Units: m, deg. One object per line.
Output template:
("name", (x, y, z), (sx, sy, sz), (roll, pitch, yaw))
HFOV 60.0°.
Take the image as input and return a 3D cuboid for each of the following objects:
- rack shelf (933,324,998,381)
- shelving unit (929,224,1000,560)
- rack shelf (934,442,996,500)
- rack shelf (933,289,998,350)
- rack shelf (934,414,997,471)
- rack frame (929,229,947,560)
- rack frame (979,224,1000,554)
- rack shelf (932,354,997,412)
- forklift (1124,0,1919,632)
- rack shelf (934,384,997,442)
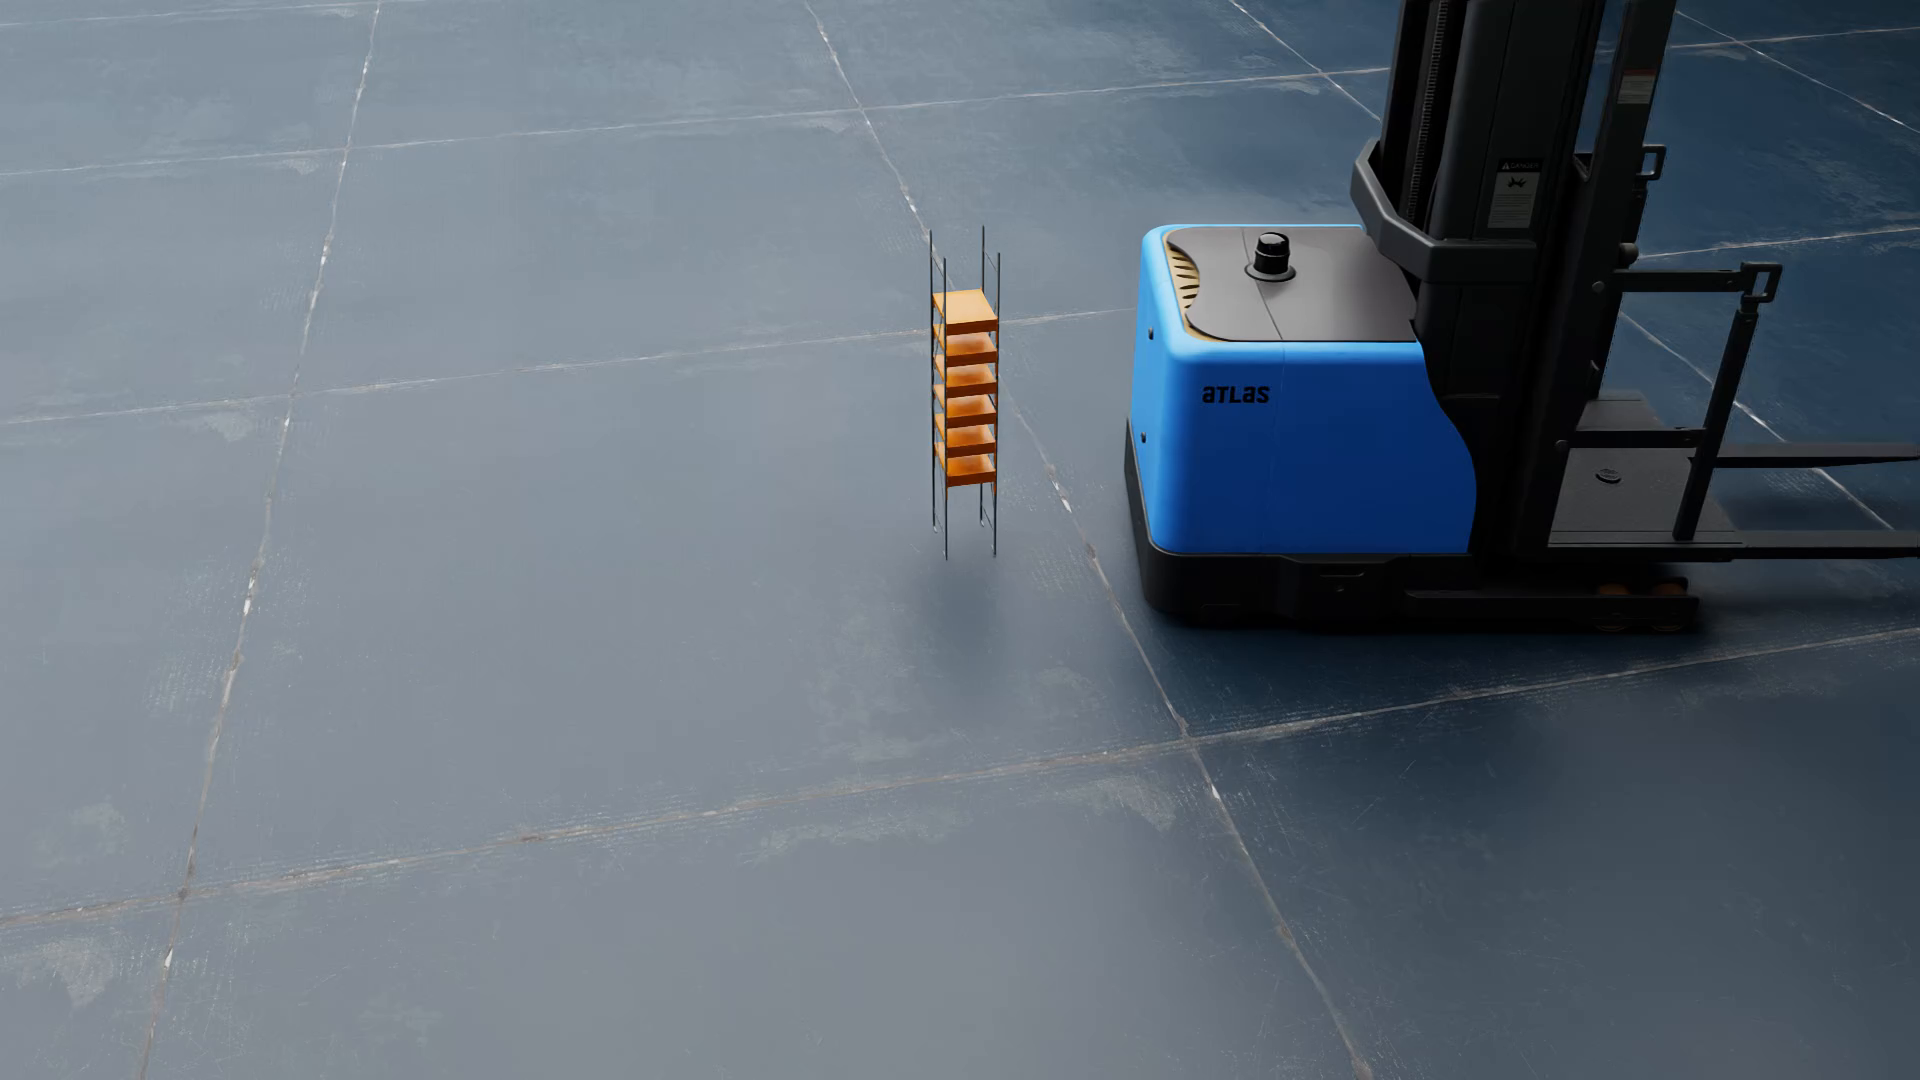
("rack shelf", (0.014, -0.662, 5.772), (0.180, 0.103, 0.258), (-7, 35, -11))
("shelving unit", (0.014, -0.500, 5.881), (0.189, 1.200, 0.258), (-7, 35, -11))
("rack shelf", (0.014, -0.264, 6.040), (0.180, 0.103, 0.258), (-7, 35, -11))
("rack shelf", (0.014, -0.762, 5.705), (0.180, 0.103, 0.258), (-7, 35, -11))
("rack shelf", (0.014, -0.363, 5.973), (0.180, 0.103, 0.258), (-7, 35, -11))
("rack frame", (-0.075, -0.489, 5.864), (0.006, 1.200, 0.240), (-7, 35, -11))
("rack frame", (0.103, -0.511, 5.898), (0.006, 1.200, 0.240), (-7, 35, -11))
("rack shelf", (0.014, -0.563, 5.839), (0.180, 0.103, 0.258), (-7, 35, -11))
("forklift", (2.155, -1.198, 5.368), (3.031, 2.935, 1.130), (0, 34, 0))
("rack shelf", (0.014, -0.463, 5.906), (0.180, 0.103, 0.258), (-7, 35, -11))
